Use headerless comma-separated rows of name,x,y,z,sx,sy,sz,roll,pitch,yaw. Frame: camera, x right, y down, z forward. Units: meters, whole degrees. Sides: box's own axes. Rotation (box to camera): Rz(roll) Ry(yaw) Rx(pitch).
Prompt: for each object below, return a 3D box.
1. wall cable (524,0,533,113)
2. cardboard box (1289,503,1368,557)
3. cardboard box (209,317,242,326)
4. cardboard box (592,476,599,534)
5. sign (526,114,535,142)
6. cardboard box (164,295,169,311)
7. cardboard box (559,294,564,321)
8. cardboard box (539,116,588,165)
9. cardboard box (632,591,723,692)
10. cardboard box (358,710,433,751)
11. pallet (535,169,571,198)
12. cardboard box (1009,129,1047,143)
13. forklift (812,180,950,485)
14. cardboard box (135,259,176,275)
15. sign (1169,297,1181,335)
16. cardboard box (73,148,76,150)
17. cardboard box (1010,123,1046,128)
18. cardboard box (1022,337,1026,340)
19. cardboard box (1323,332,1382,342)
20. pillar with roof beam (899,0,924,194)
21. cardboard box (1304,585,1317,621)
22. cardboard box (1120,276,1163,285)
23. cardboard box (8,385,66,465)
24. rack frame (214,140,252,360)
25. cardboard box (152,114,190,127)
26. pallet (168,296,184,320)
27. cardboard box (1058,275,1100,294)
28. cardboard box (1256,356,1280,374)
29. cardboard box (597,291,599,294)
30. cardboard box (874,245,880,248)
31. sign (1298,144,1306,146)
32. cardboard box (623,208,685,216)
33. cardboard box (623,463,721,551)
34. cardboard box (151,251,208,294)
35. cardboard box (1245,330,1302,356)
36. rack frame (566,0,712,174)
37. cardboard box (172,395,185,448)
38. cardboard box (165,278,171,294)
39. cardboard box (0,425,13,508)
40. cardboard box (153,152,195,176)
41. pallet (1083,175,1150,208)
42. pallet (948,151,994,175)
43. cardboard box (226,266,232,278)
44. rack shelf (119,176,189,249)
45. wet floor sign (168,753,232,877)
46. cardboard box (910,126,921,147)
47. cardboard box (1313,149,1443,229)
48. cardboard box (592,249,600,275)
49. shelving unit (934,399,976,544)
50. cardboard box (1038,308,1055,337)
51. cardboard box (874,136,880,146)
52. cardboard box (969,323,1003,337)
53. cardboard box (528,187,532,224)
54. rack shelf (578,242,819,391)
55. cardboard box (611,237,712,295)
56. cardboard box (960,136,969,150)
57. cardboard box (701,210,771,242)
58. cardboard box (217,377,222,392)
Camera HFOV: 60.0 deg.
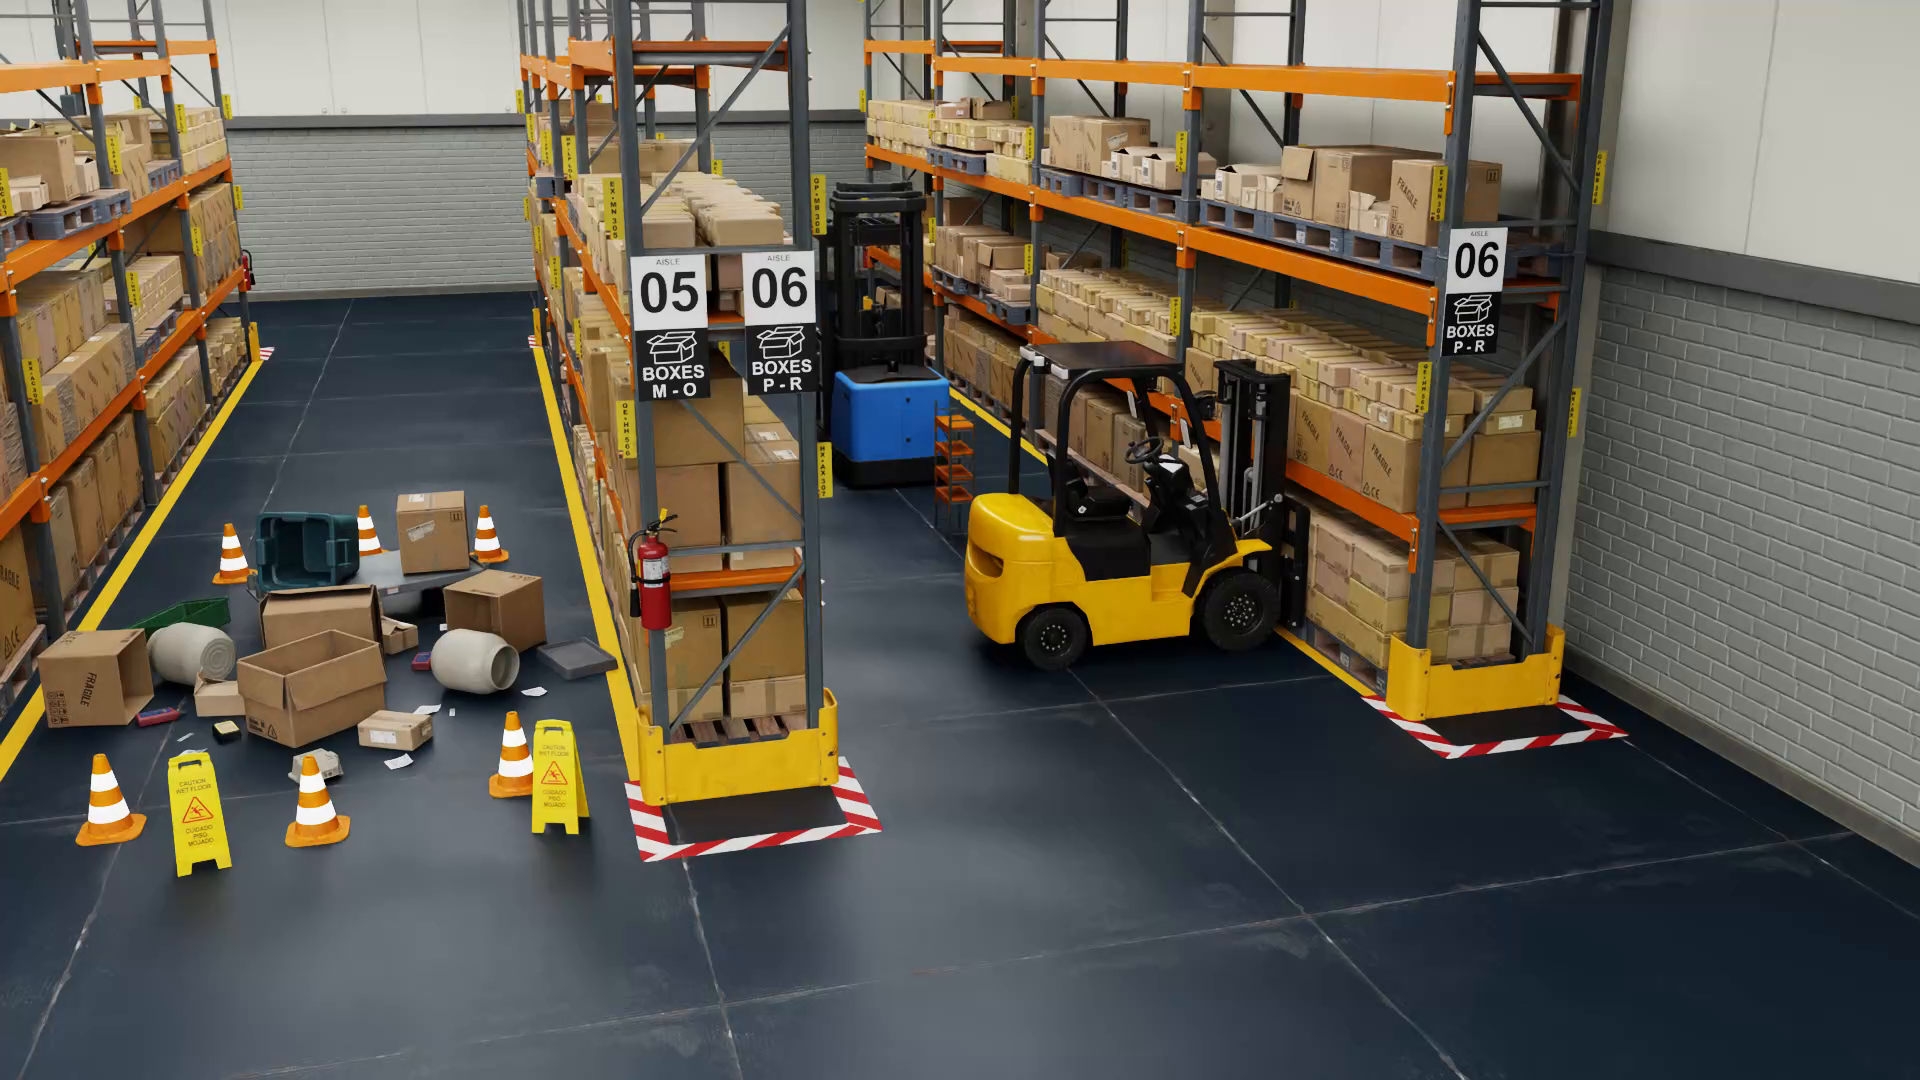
wall cable,-7.540,-8.794,28.586,0.463,3.000,0.029,-5,17,-15
cardboard box,2.743,-0.083,12.326,0.500,0.250,0.500,-4,17,-15
cardboard box,-10.048,-2.945,22.733,0.380,0.149,0.250,-4,17,-15
cardboard box,-2.755,-0.337,14.696,0.950,0.372,0.625,-4,17,-12
sign,-5.139,-4.941,19.937,0.100,0.325,0.005,-5,17,-15
cardboard box,-8.749,-2.544,17.914,0.380,0.149,0.250,-5,18,-18
cardboard box,-3.884,-2.438,17.248,0.500,0.250,0.500,-5,17,-15
cardboard box,-4.270,-4.307,17.959,0.500,0.500,0.500,-5,17,-15
cardboard box,-1.779,0.612,10.448,0.500,0.500,0.500,-5,17,-15
cardboard box,-3.611,1.219,10.637,0.380,0.149,0.250,4,17,13
pallet,-3.735,-3.677,17.093,1.213,0.211,1.003,-4,17,-13
cardboard box,0.764,-4.545,18.704,0.380,0.149,0.250,-5,17,-16
forklift,-0.982,-2.332,17.621,1.130,2.935,3.031,-5,17,-15
cardboard box,-8.965,-3.040,18.531,0.380,0.149,0.250,-5,17,-17
sign,1.845,-1.915,14.238,0.100,0.325,0.005,-5,17,-15
cardboard box,-8.790,-3.497,15.993,0.500,0.500,0.500,-5,17,-15
cardboard box,0.809,-4.867,19.741,0.380,0.149,0.250,-4,17,-14
cardboard box,0.981,-2.465,20.433,0.380,0.149,0.250,-5,18,-17
cardboard box,3.063,-1.524,12.992,0.380,0.149,0.250,-5,17,-16
pillar with roof beam,-4.947,-8.113,26.319,9.100,9.000,0.400,-5,17,-15
cardboard box,2.774,0.396,12.470,0.500,0.250,0.500,-5,17,-15
cardboard box,1.875,-2.633,17.201,0.380,0.149,0.250,-5,17,-16
cardboard box,-7.025,-0.846,12.380,0.500,0.500,0.500,-4,17,-15
rack frame,-10.437,-3.951,22.890,1.000,3.000,0.127,-5,17,-15
cardboard box,-9.469,-5.027,19.958,0.380,0.149,0.250,-5,18,-17
pallet,-9.268,-2.529,18.492,1.003,0.211,1.213,-5,17,-15
cardboard box,1.239,-2.655,17.274,0.380,0.149,0.250,-4,17,-14
cardboard box,2.523,-1.337,12.888,0.380,0.149,0.250,-5,18,-17
cardboard box,-2.954,-2.052,14.021,0.380,0.149,0.250,-5,17,-17
cardboard box,-1.107,-4.530,25.257,0.380,0.149,0.250,-5,17,-16
sign,2.897,-3.210,14.175,0.100,0.325,0.005,-5,17,-15
cardboard box,-1.807,-1.856,9.753,0.380,0.149,0.250,-5,17,-16
cardboard box,-1.722,-0.263,9.922,0.500,0.500,0.500,-5,17,-16
cardboard box,-9.232,-3.191,19.671,0.500,0.500,0.500,-5,17,-16
cardboard box,2.473,-1.549,13.078,0.380,0.149,0.250,-5,17,-16
rack frame,-2.408,-3.924,12.372,1.000,3.000,0.127,-5,17,-15
cardboard box,-8.475,-1.238,17.474,0.500,0.500,0.500,-5,17,-17
cardboard box,-8.820,-2.756,18.103,0.380,0.149,0.250,-5,18,-17
cardboard box,-6.853,-0.452,10.981,0.875,0.550,0.550,-5,17,-15
cardboard box,-9.211,-4.358,19.292,0.500,0.250,0.500,-4,17,-12
pallet,1.847,-3.407,16.194,1.003,0.211,1.213,-4,17,-13
pallet,0.565,-4.531,19.934,1.213,0.211,1.003,-5,17,-15
cardboard box,-9.867,-3.554,22.005,0.380,0.149,0.250,-4,17,-14
rack shelf,-8.788,-3.383,17.036,1.077,0.370,4.000,-5,17,-15
wet floor sign,-4.128,1.454,8.989,0.267,0.644,0.232,-8,18,-25
cardboard box,-0.361,-5.421,22.313,0.500,0.250,0.500,-5,18,-17
cardboard box,2.922,-2.465,11.654,0.700,0.500,0.500,-5,17,-15
cardboard box,-2.288,-1.898,11.278,0.380,0.149,0.250,-5,17,-16
shelving unit,-0.046,-0.620,14.932,0.258,1.200,0.503,-5,17,-15
cardboard box,1.152,-2.337,17.777,0.500,0.250,0.500,-5,17,-15
cardboard box,-1.070,-5.973,24.845,0.380,0.149,0.250,-4,17,-14
cardboard box,0.329,-2.636,21.001,0.380,0.149,0.250,-5,17,-16
cardboard box,-5.847,-4.741,23.610,0.500,0.500,0.500,-5,17,-16
rack shelf,-1.858,-1.589,11.066,1.077,0.370,4.000,-5,17,-15
cardboard box,-1.708,-1.572,9.499,0.500,0.250,0.500,-5,17,-16
cardboard box,0.209,-4.755,19.886,0.380,0.149,0.250,-4,17,-14
cardboard box,-1.294,-1.825,9.651,0.380,0.149,0.250,-5,17,-15
cardboard box,-9.202,-1.880,20.221,0.380,0.149,0.250,-4,17,-14
